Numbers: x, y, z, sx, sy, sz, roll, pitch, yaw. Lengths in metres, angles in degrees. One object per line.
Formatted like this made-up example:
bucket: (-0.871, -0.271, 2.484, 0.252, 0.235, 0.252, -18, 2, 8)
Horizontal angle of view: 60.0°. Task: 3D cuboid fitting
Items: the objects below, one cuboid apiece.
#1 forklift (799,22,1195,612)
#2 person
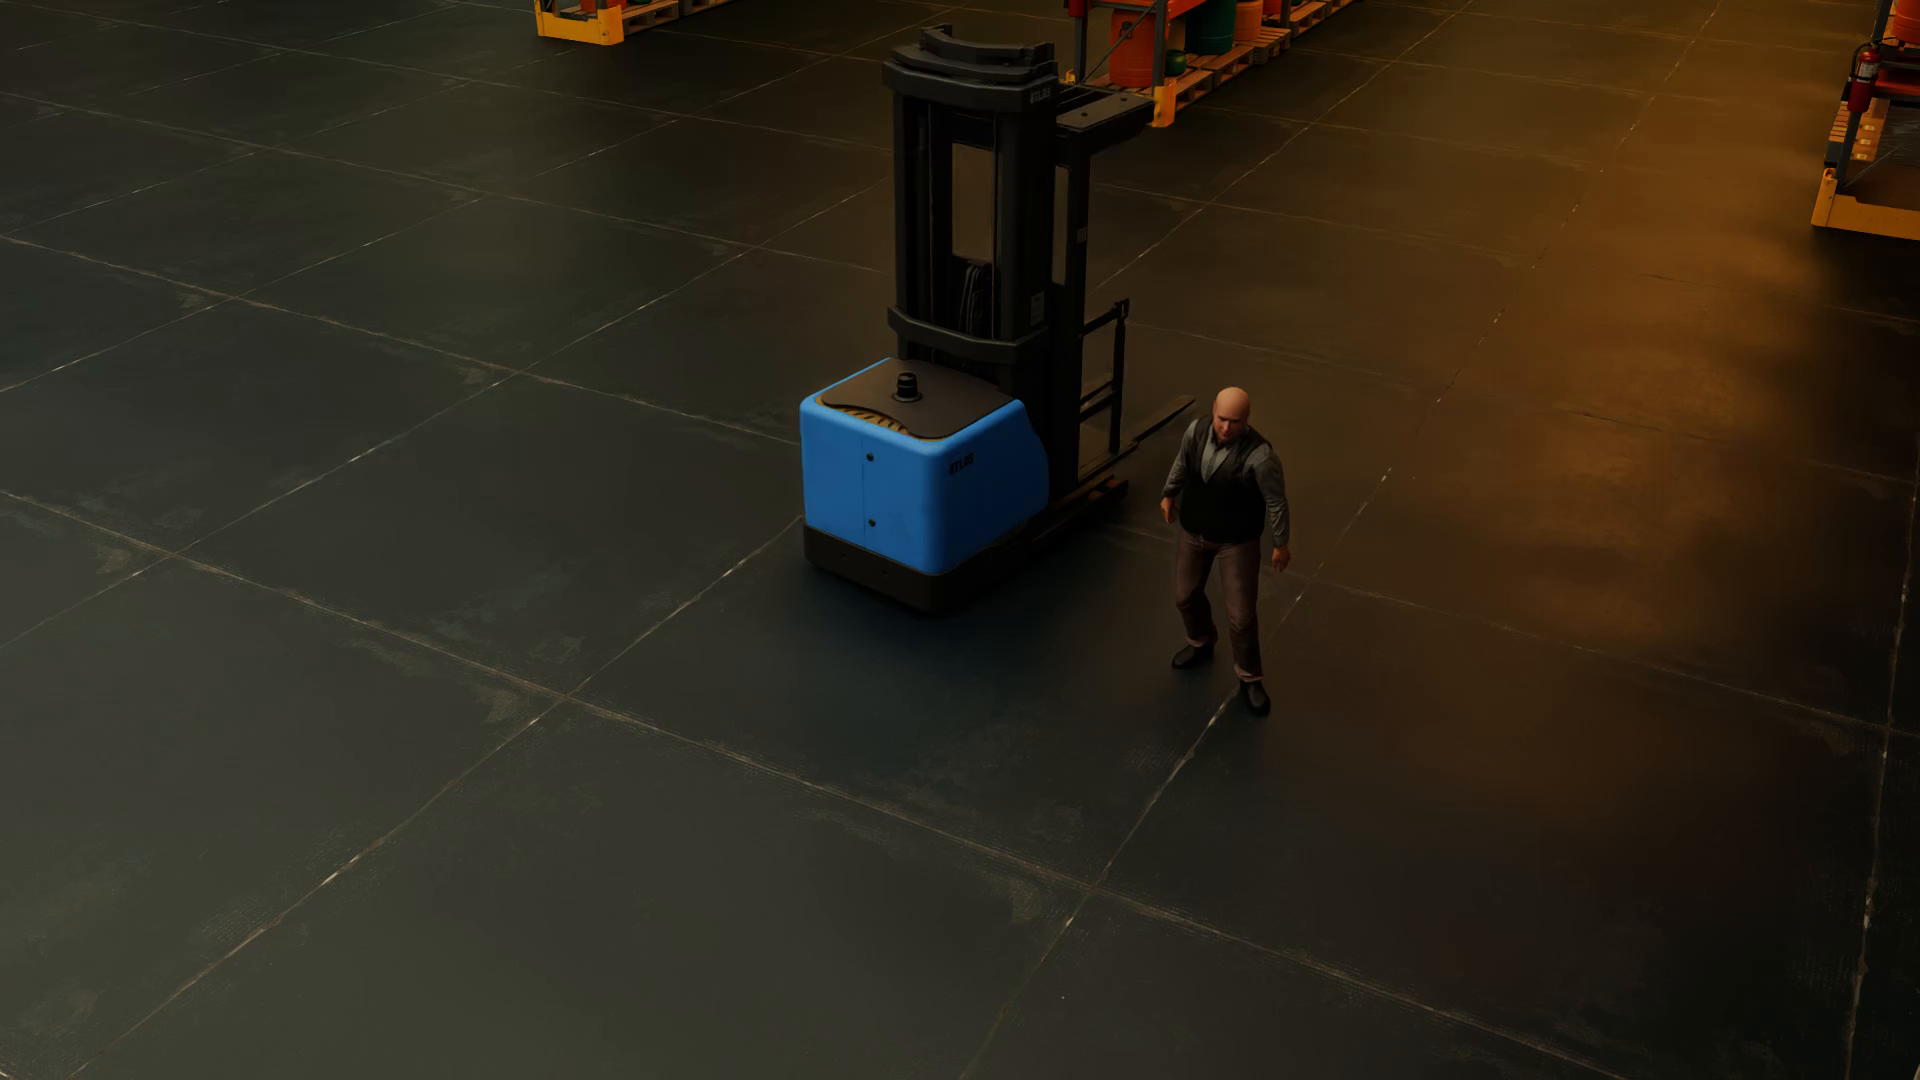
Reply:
forklift: (0.394, -1.544, 9.747, 1.130, 2.935, 3.031, 21, 36, 32)
person: (1.333, -0.028, 8.381, 0.848, 1.692, 0.405, 24, 38, 35)
